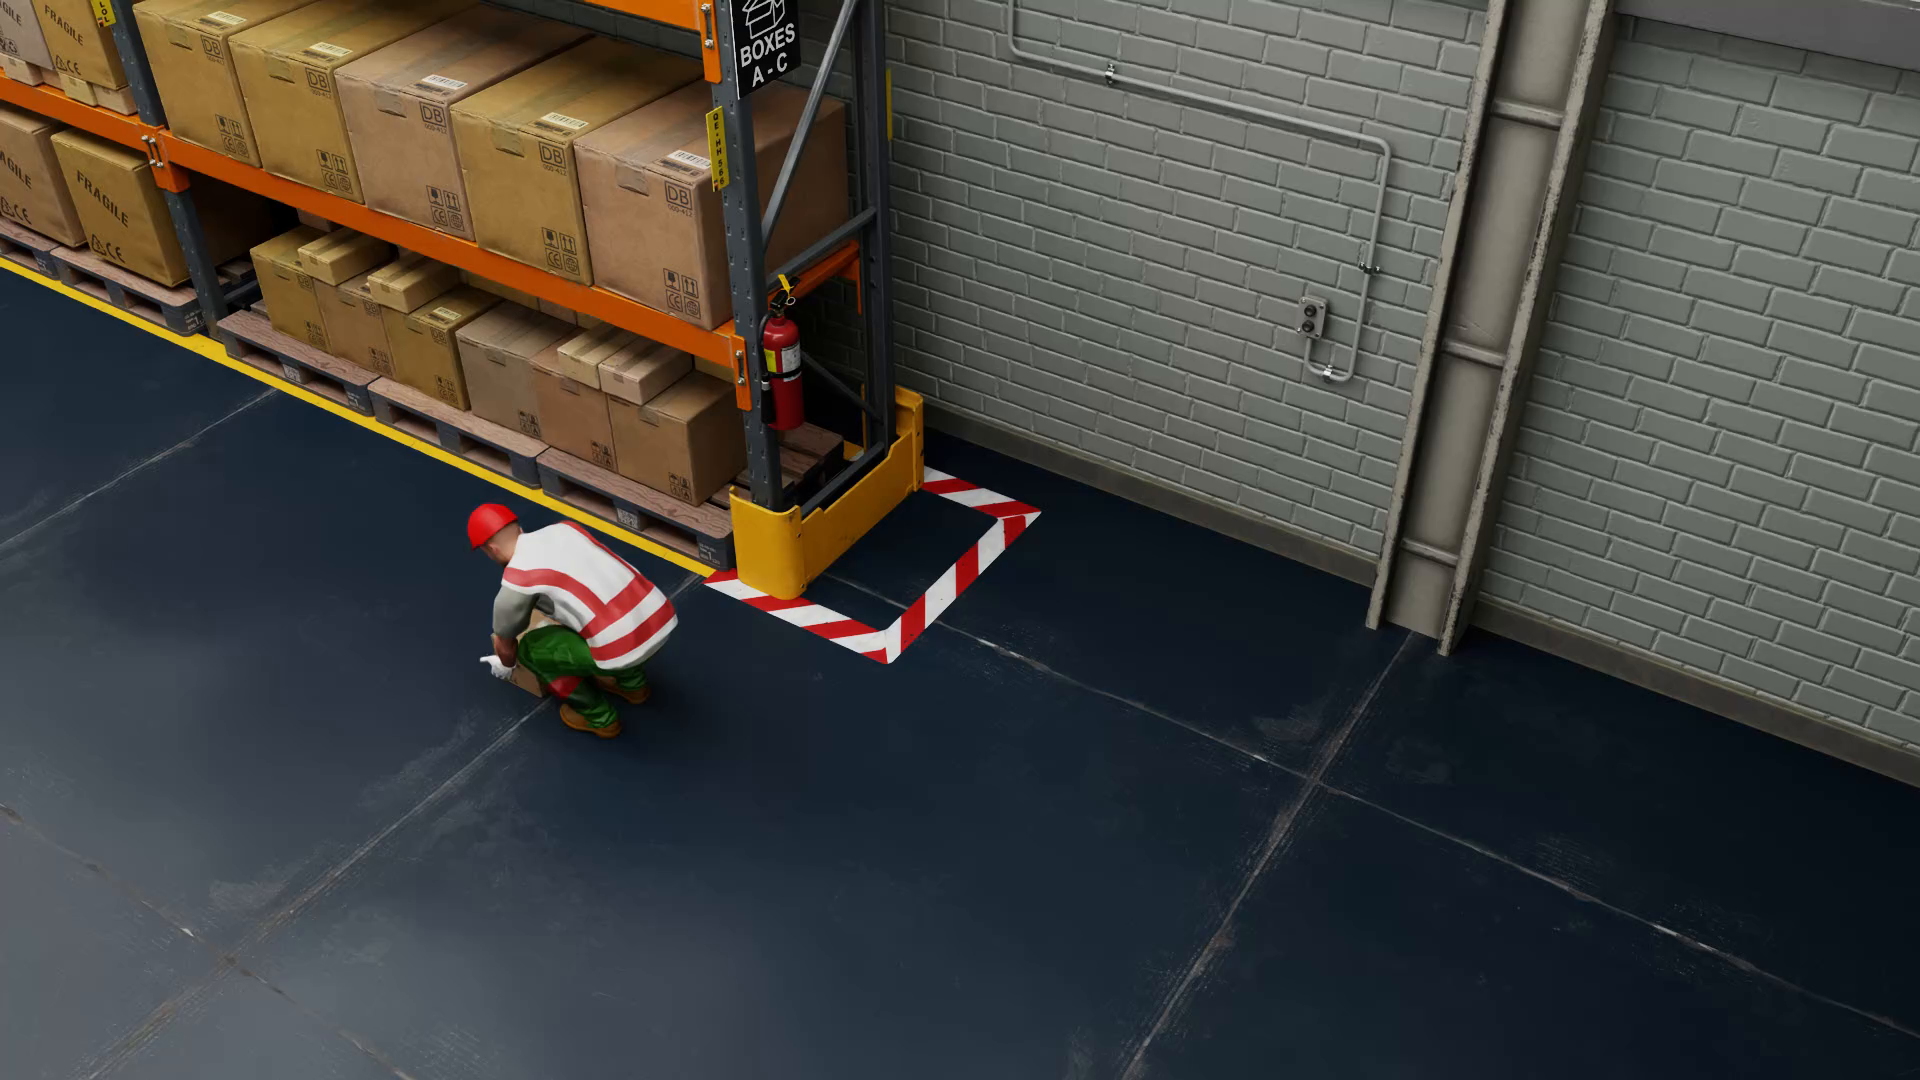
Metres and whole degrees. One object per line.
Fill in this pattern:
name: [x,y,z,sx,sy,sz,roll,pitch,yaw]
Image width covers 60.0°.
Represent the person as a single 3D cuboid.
person: [-1.610,0.333,6.916,0.881,0.955,0.566,21,43,25]
